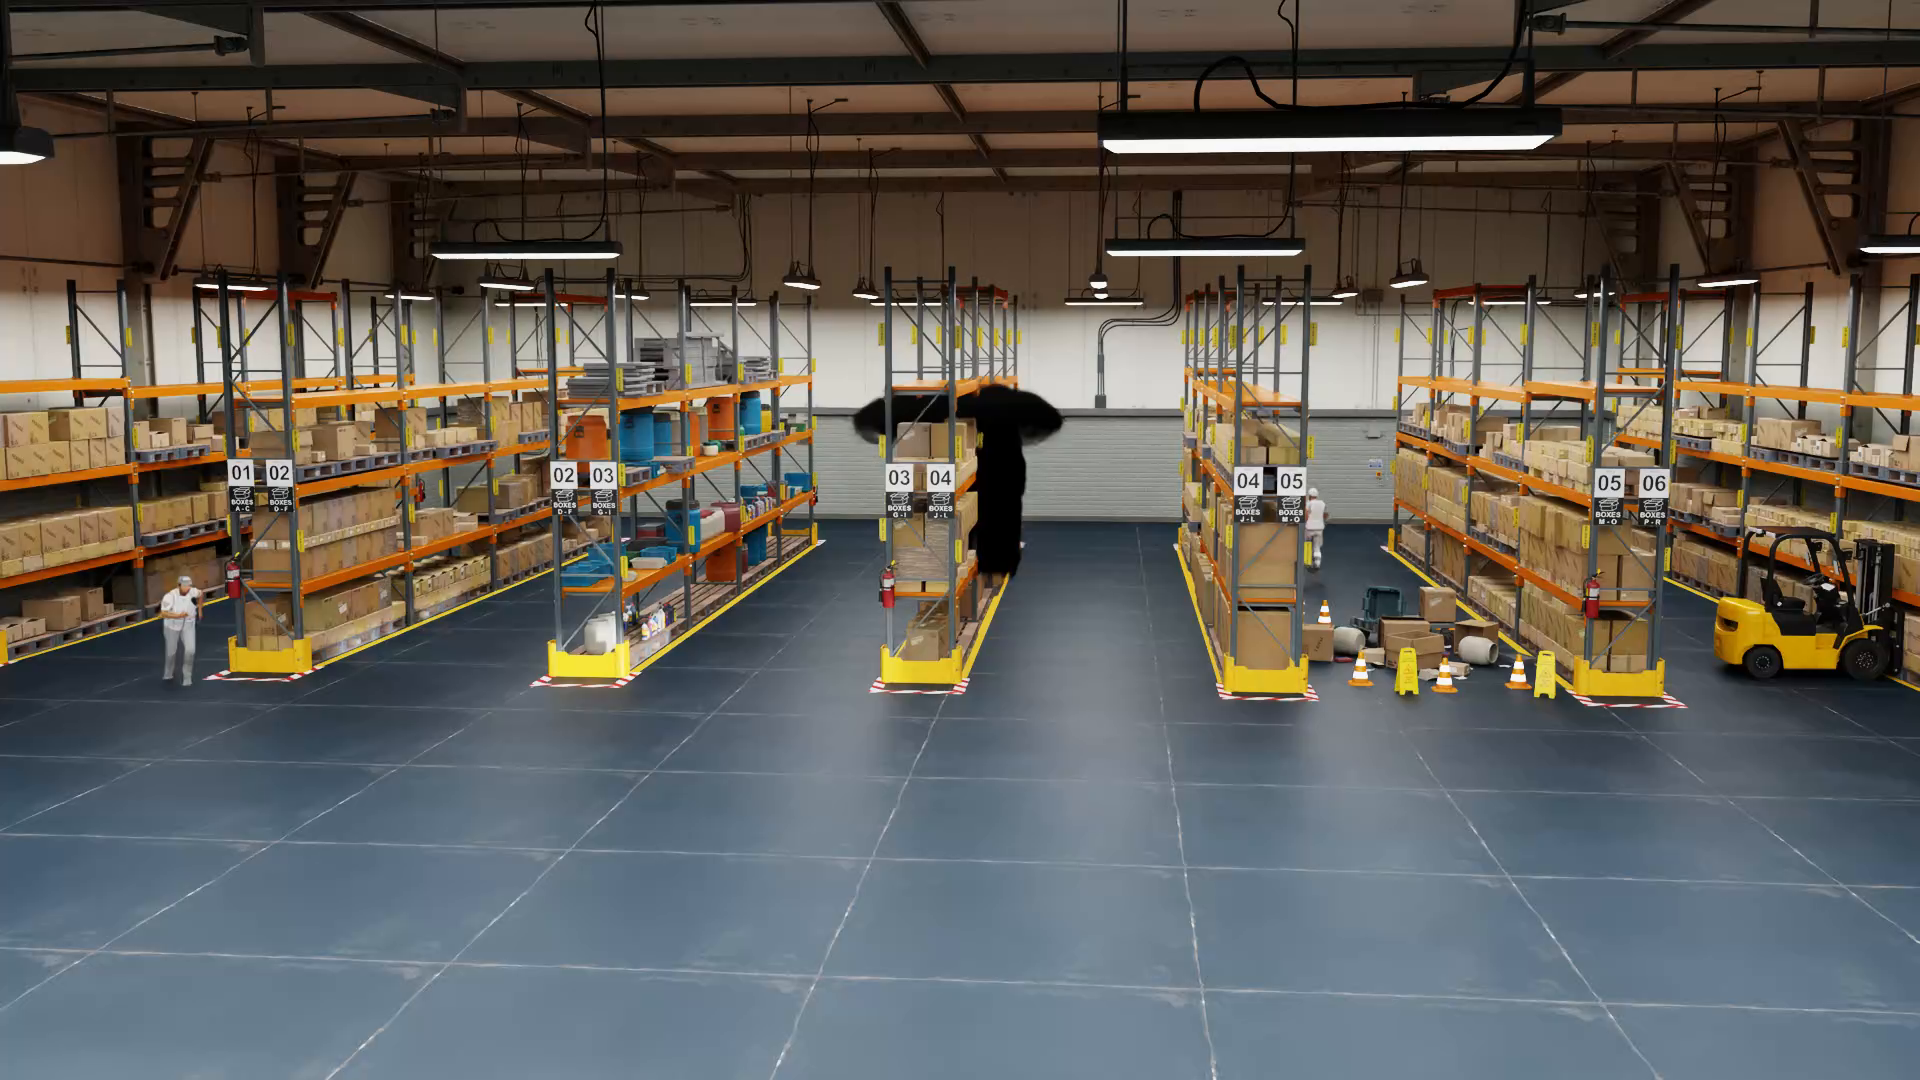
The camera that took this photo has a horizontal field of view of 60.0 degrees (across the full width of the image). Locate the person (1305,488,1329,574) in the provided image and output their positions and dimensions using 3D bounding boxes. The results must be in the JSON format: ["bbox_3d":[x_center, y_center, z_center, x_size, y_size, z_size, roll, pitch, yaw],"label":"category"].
[{"bbox_3d":[7.360,-0.182,34.293,0.620,1.753,0.860,-1,7,-6],"label":"person"}]

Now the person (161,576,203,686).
[{"bbox_3d":[-11.269,1.325,24.116,0.635,1.677,0.871,-5,9,-38],"label":"person"}]

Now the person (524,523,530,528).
[{"bbox_3d":[-11.220,-0.948,42.140,0.879,1.740,0.626,2,7,13],"label":"person"}]
